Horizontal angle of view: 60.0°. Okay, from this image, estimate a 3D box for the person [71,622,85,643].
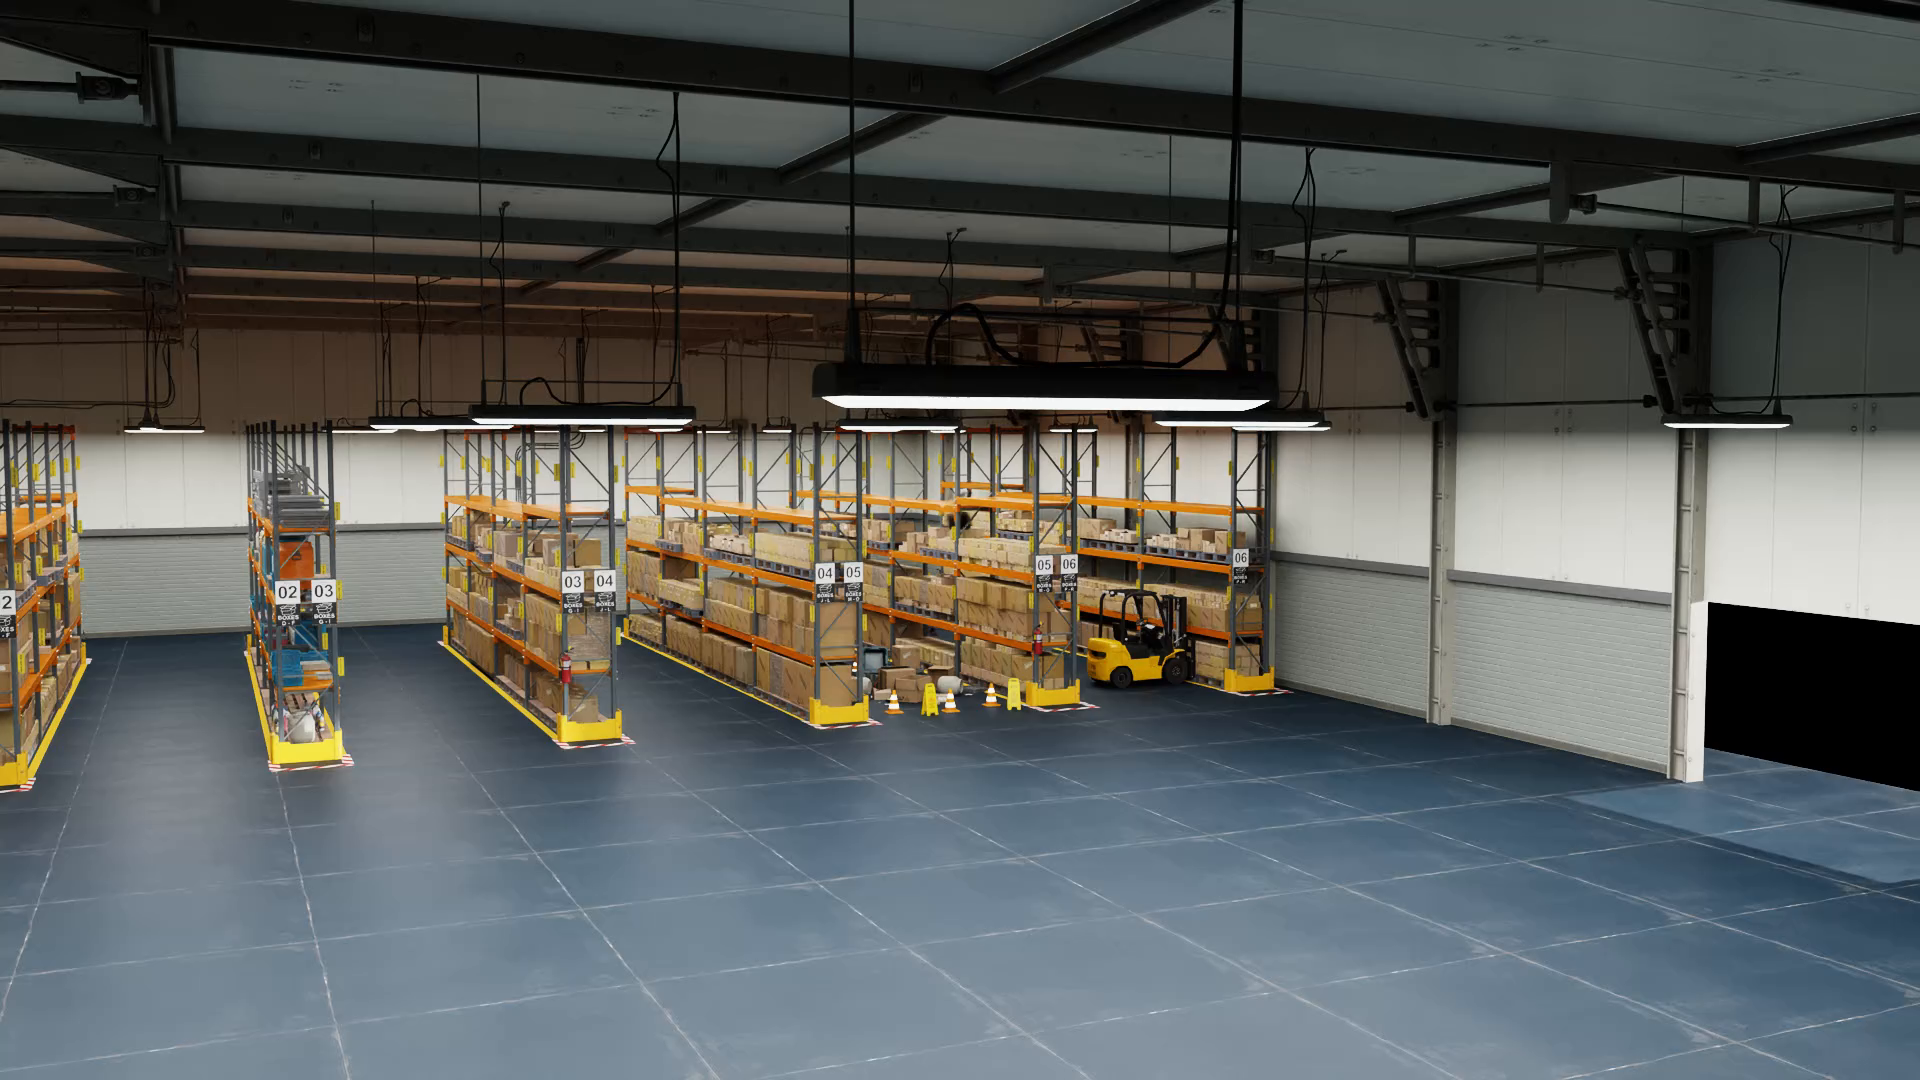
[{"bbox_3d":[-22.801,2.284,42.756,0.500,1.570,0.573,-1,4,-20],"label":"person"}]

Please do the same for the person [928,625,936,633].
[{"bbox_3d":[-1.115,1.931,48.062,0.953,1.623,0.601,3,4,37],"label":"person"}]

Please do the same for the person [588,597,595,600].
[{"bbox_3d":[-10.508,1.794,47.927,0.662,1.779,1.032,-2,4,-25],"label":"person"}]
